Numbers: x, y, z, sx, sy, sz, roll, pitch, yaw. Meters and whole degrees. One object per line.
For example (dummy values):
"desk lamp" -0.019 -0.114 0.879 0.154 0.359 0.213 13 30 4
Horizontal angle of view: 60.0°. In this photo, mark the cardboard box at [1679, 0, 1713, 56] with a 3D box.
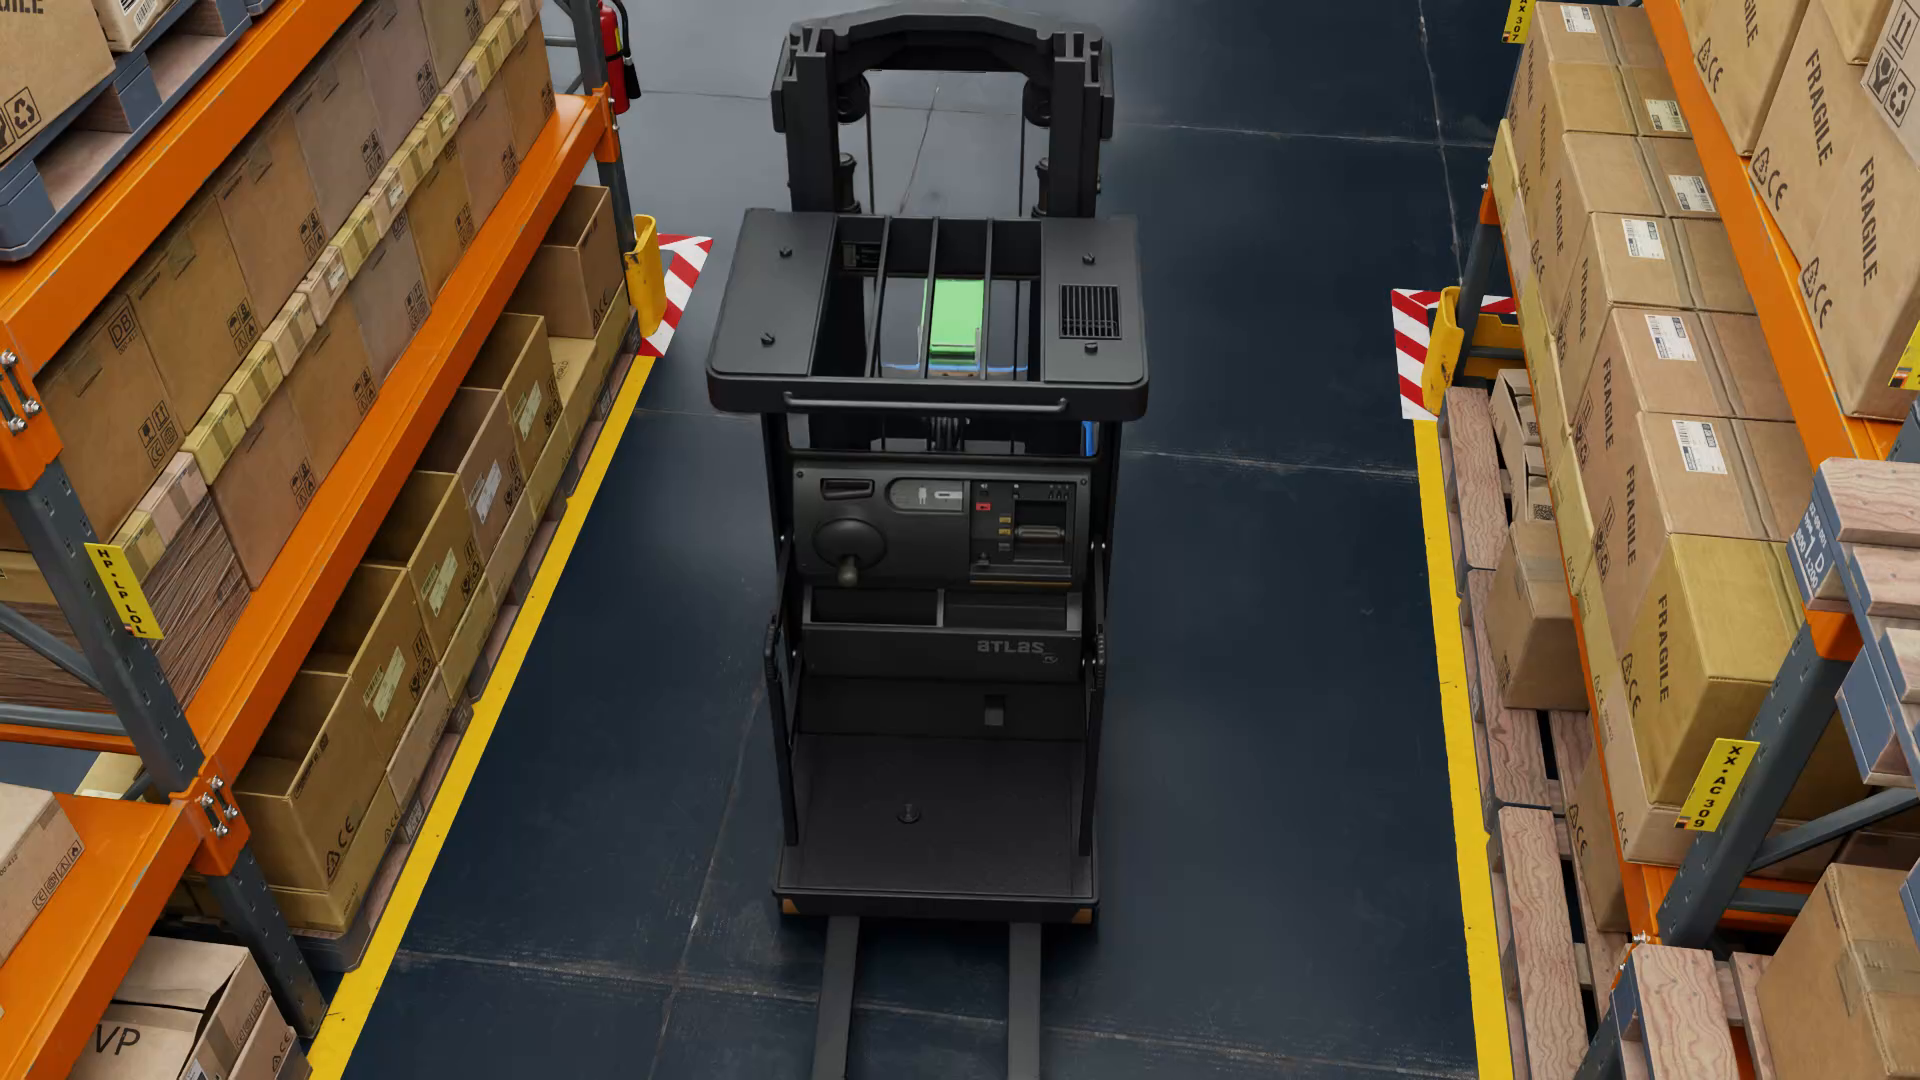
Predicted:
"cardboard box" 2.303 -1.643 4.534 0.500 0.500 0.500 8 44 8

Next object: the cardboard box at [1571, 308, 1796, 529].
"cardboard box" 2.180 -0.331 4.967 0.500 0.500 0.500 4 44 4

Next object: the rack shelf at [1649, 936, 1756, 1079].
"rack shelf" 2.022 2.551 2.897 1.077 0.370 4.000 5 44 6

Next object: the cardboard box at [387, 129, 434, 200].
"cardboard box" -2.127 -1.358 5.958 0.380 0.149 0.250 6 44 7

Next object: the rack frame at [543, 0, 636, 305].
"rack frame" -2.095 -2.247 7.441 1.000 3.000 0.127 5 44 6

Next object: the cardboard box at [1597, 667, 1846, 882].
"cardboard box" 2.049 0.624 4.504 0.500 0.250 0.500 5 44 6

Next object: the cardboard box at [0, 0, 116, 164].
"cardboard box" -2.296 -1.169 3.641 0.500 0.500 0.500 9 44 9

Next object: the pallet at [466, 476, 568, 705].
"pallet" -2.319 0.120 6.970 1.003 0.211 1.213 5 44 6

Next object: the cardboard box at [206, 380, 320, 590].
"cardboard box" -2.508 -0.220 5.228 0.700 0.500 0.500 5 44 5

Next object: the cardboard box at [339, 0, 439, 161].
"cardboard box" -2.307 -1.699 5.846 0.700 0.500 0.500 5 44 6

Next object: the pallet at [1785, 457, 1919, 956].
"pallet" 2.100 0.317 2.688 1.213 0.211 1.003 5 44 6

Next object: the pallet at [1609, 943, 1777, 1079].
"pallet" 2.041 1.504 3.619 1.003 0.211 1.213 5 44 6

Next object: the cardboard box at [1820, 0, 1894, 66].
"cardboard box" 2.147 -1.311 3.457 0.500 0.500 0.500 7 44 8

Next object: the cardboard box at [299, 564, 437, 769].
"cardboard box" -2.194 0.424 5.770 0.500 0.500 0.500 5 44 6

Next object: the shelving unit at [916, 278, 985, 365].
"shelving unit" -0.031 -0.548 6.956 0.258 1.200 0.503 2 43 2

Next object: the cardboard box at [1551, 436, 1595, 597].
"cardboard box" 2.174 -0.059 5.225 0.500 0.250 0.500 5 44 5

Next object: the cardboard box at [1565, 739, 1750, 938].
"cardboard box" 2.384 0.964 5.548 0.500 0.500 0.500 2 43 2

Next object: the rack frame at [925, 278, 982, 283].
"rack frame" -0.021 -0.716 7.133 0.240 1.200 0.015 2 43 2

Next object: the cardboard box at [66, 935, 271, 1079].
"cardboard box" -2.393 1.424 4.851 0.500 0.311 0.500 5 44 6

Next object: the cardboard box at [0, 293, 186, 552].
"cardboard box" -2.572 -0.331 4.402 0.700 0.500 0.500 5 44 6

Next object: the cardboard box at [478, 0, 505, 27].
"cardboard box" -2.177 -2.401 6.588 0.700 0.500 0.500 5 44 6

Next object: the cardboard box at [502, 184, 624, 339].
"cardboard box" -1.871 -1.281 7.570 0.500 0.500 0.500 5 44 6

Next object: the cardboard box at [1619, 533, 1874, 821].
"cardboard box" 2.043 0.352 4.246 0.500 0.500 0.500 5 44 5

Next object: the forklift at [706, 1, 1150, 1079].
"forklift" -0.065 0.047 5.068 1.130 2.935 3.031 2 43 2

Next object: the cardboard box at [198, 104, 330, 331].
"cardboard box" -2.439 -1.017 5.126 0.700 0.500 0.500 5 44 5

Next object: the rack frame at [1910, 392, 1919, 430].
"rack frame" 2.287 -1.251 2.027 1.000 3.000 0.127 5 44 6

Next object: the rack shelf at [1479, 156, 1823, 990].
"rack shelf" 2.551 -0.175 5.776 1.077 0.370 4.000 5 44 6

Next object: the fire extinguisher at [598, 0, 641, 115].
"fire extinguisher" -1.619 -2.257 7.508 0.296 0.674 0.183 5 44 6

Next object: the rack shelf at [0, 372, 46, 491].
"rack shelf" -2.888 1.014 2.339 1.077 0.370 4.000 5 44 6

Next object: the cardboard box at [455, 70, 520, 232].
"cardboard box" -2.234 -1.608 6.694 0.700 0.500 0.500 6 44 7

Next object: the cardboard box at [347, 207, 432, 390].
"cardboard box" -2.372 -0.911 5.957 0.700 0.500 0.500 6 44 7

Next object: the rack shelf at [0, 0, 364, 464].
"rack shelf" -2.360 -1.712 5.218 1.077 0.370 4.000 5 44 6

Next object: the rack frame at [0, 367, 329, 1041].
"rack frame" -2.624 0.479 4.562 1.000 3.000 0.127 5 44 6

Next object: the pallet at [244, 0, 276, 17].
"pallet" -2.373 -1.990 5.053 1.003 0.211 1.213 5 44 6

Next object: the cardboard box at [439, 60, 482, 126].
"cardboard box" -2.059 -1.717 6.337 0.380 0.149 0.250 6 44 6

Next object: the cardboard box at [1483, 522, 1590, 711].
"cardboard box" 2.413 0.296 6.254 0.700 0.500 0.500 3 44 3

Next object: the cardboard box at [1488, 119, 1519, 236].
"cardboard box" 2.436 -1.448 6.692 0.500 0.250 0.500 4 44 4

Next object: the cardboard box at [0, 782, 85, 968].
"cardboard box" -2.646 0.873 4.255 0.500 0.250 0.500 8 44 8

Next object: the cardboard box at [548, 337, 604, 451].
"cardboard box" -1.927 -0.667 7.467 0.500 0.250 0.500 5 44 6

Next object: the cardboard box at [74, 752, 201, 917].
"cardboard box" -2.779 0.989 5.718 0.500 0.250 0.500 5 44 6

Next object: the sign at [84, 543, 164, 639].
"sign" -2.085 0.130 4.146 0.100 0.325 0.005 5 44 6

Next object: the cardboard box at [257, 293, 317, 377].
"cardboard box" -2.263 -0.654 5.215 0.380 0.149 0.250 4 44 4

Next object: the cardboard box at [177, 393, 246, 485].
"cardboard box" -2.331 -0.305 4.846 0.380 0.149 0.250 4 44 4

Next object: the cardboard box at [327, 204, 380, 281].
"cardboard box" -2.195 -1.014 5.595 0.380 0.149 0.250 5 44 5

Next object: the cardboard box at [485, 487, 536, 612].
"cardboard box" -2.060 0.015 6.747 0.500 0.250 0.500 5 44 6

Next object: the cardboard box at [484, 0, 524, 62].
"cardboard box" -1.990 -2.062 6.702 0.380 0.149 0.250 6 44 7

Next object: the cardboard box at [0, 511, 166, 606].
"cardboard box" -2.396 0.042 4.480 0.380 0.149 0.250 5 44 5

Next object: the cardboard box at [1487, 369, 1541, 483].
"cardboard box" 2.635 -0.519 7.252 0.500 0.311 0.500 1 43 1

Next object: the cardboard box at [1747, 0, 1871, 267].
"cardboard box" 2.188 -0.916 3.767 0.500 0.500 0.500 2 43 2

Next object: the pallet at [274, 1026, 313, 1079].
"pallet" -2.683 1.998 4.987 1.003 0.211 1.213 5 44 6

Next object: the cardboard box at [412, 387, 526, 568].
"cardboard box" -2.056 -0.257 6.489 0.500 0.500 0.500 5 44 6

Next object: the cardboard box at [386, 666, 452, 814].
"cardboard box" -2.191 0.697 6.027 0.500 0.250 0.500 5 44 6

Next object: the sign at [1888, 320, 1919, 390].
"sign" 1.748 -0.394 2.927 0.100 0.325 0.005 5 44 6

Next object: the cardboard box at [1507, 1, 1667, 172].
"cardboard box" 2.454 -1.726 6.440 0.500 0.500 0.500 5 44 6

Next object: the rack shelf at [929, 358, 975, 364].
"rack shelf" -0.031 -0.676 6.835 0.258 0.148 0.480 2 43 2

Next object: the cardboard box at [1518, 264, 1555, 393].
"cardboard box" 2.309 -0.746 5.951 0.500 0.250 0.500 5 44 5

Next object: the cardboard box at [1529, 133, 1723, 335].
"cardboard box" 2.305 -1.039 5.714 0.500 0.500 0.500 4 44 4

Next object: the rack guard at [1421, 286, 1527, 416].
"rack guard" 2.805 -0.840 7.773 1.175 0.500 0.348 5 44 6
